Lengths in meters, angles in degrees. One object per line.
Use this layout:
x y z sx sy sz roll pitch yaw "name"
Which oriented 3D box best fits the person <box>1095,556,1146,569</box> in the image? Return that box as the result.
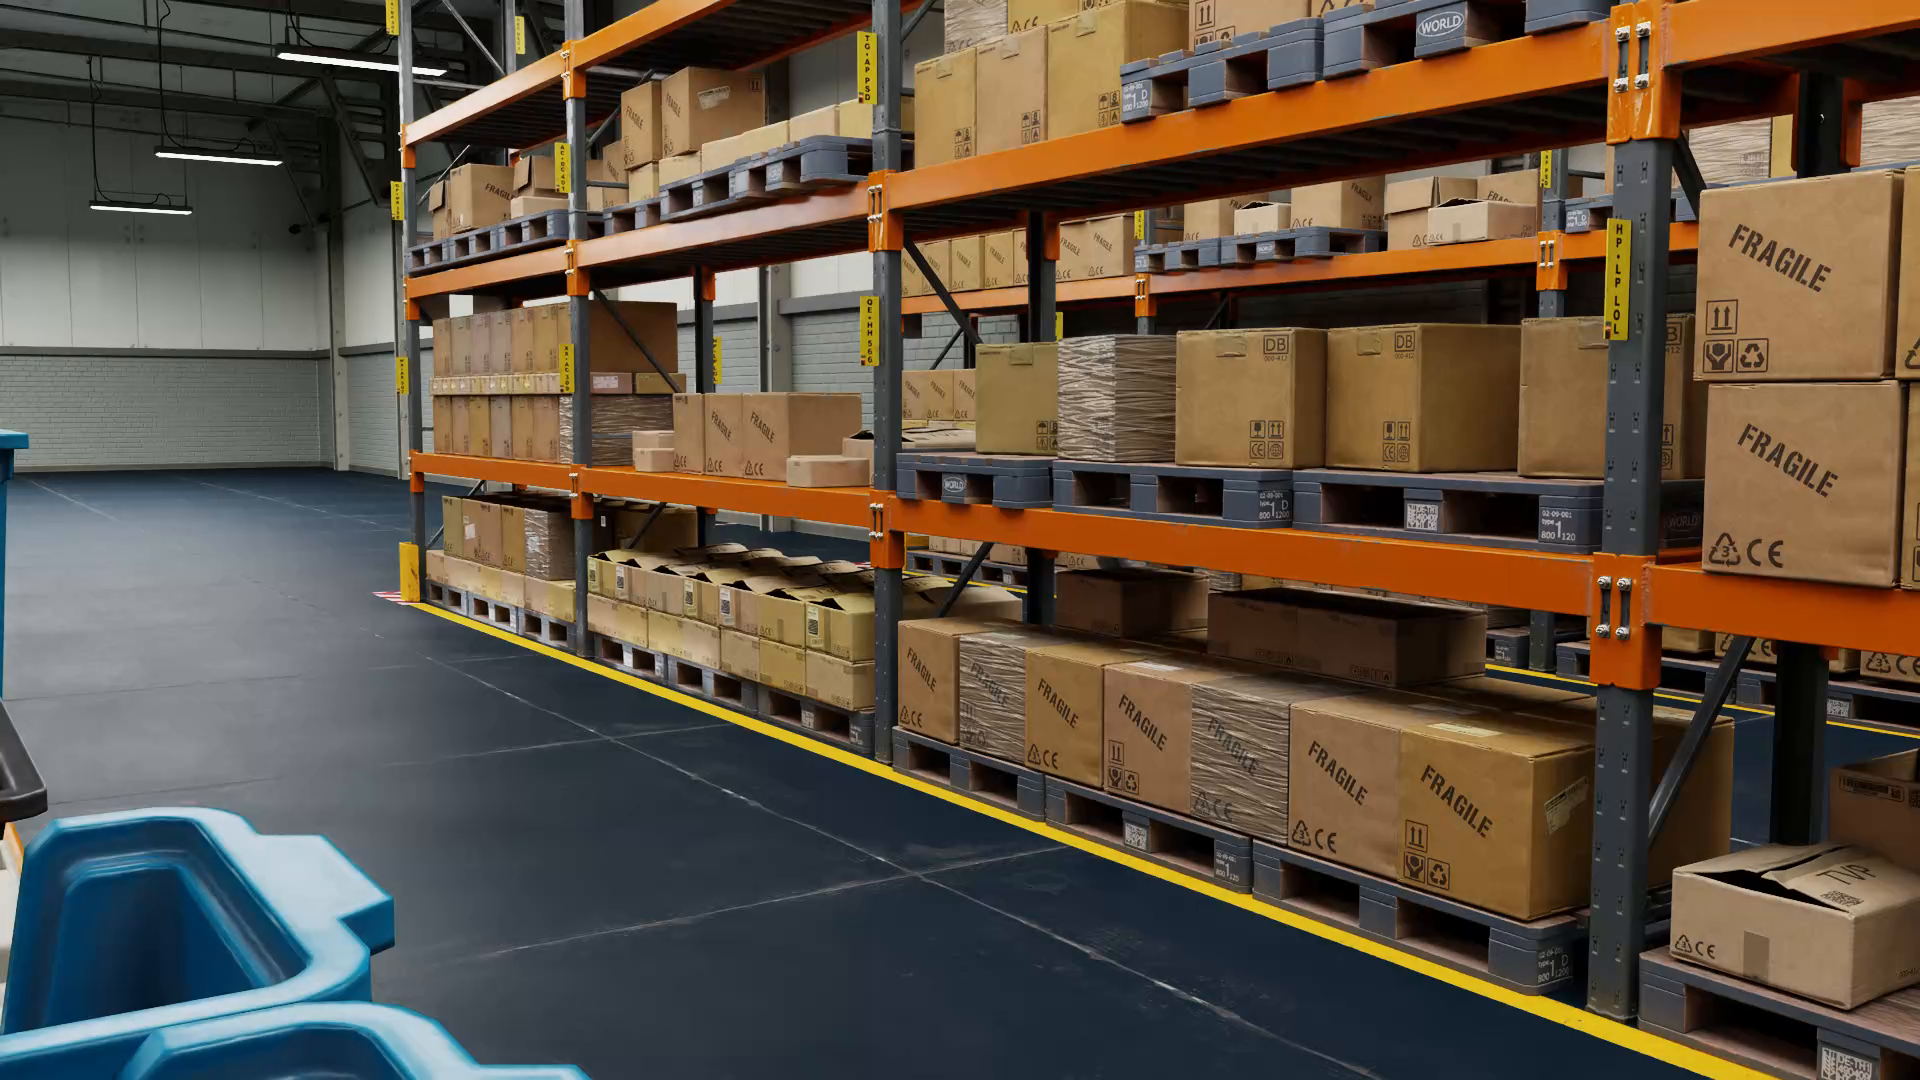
1.183 -0.099 12.232 0.468 1.665 0.554 -4 6 -37 "person"
